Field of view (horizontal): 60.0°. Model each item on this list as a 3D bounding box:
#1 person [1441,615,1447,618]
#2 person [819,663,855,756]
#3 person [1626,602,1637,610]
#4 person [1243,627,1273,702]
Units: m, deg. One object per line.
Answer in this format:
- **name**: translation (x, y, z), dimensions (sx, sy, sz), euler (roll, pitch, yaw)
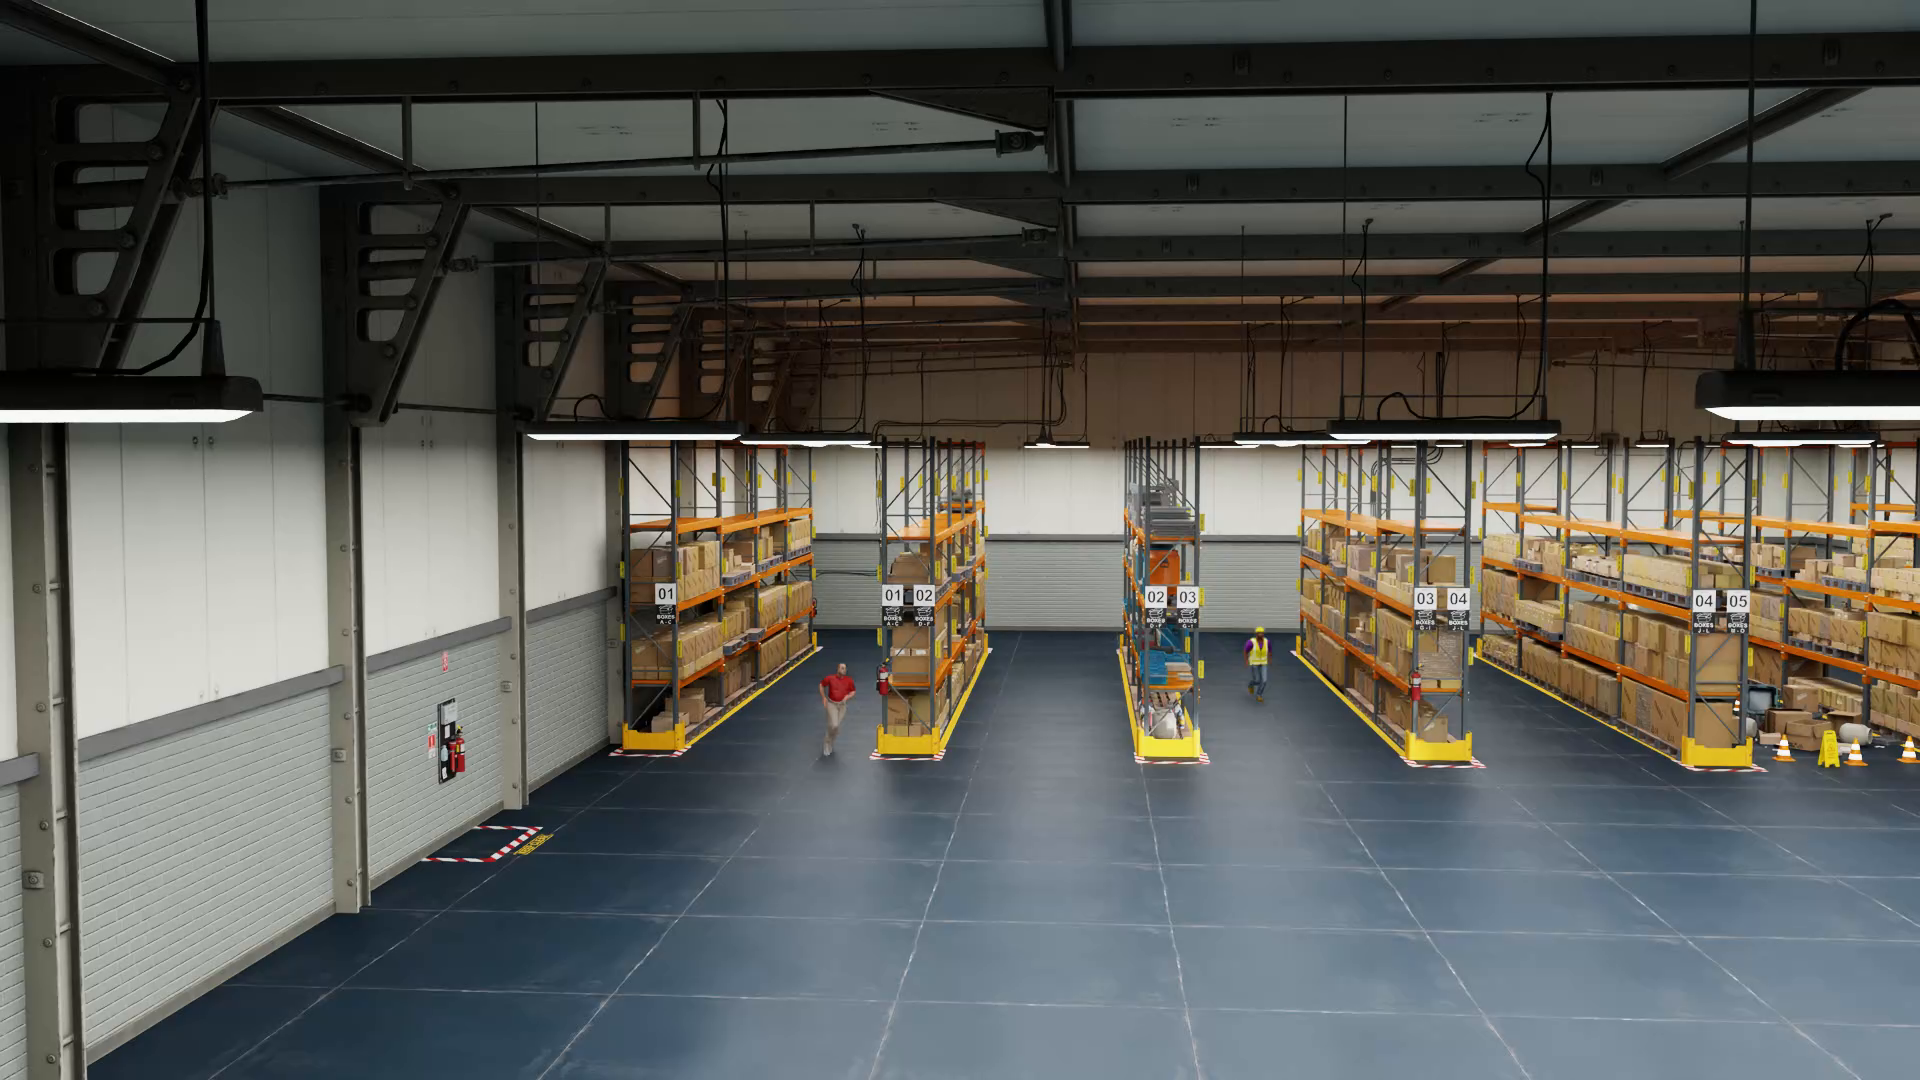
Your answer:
- **person**: translation (13.538, 2.395, 47.257), dimensions (0.574, 1.621, 0.746), euler (-1, 3, -17)
- **person**: translation (-2.318, 3.210, 31.496), dimensions (0.668, 1.767, 0.688), euler (-2, 3, -26)
- **person**: translation (19.150, 2.338, 47.388), dimensions (0.847, 1.767, 0.707), euler (1, 3, 13)
- **person**: translation (6.841, 2.833, 38.114), dimensions (0.686, 1.711, 0.624), euler (0, 3, -6)
